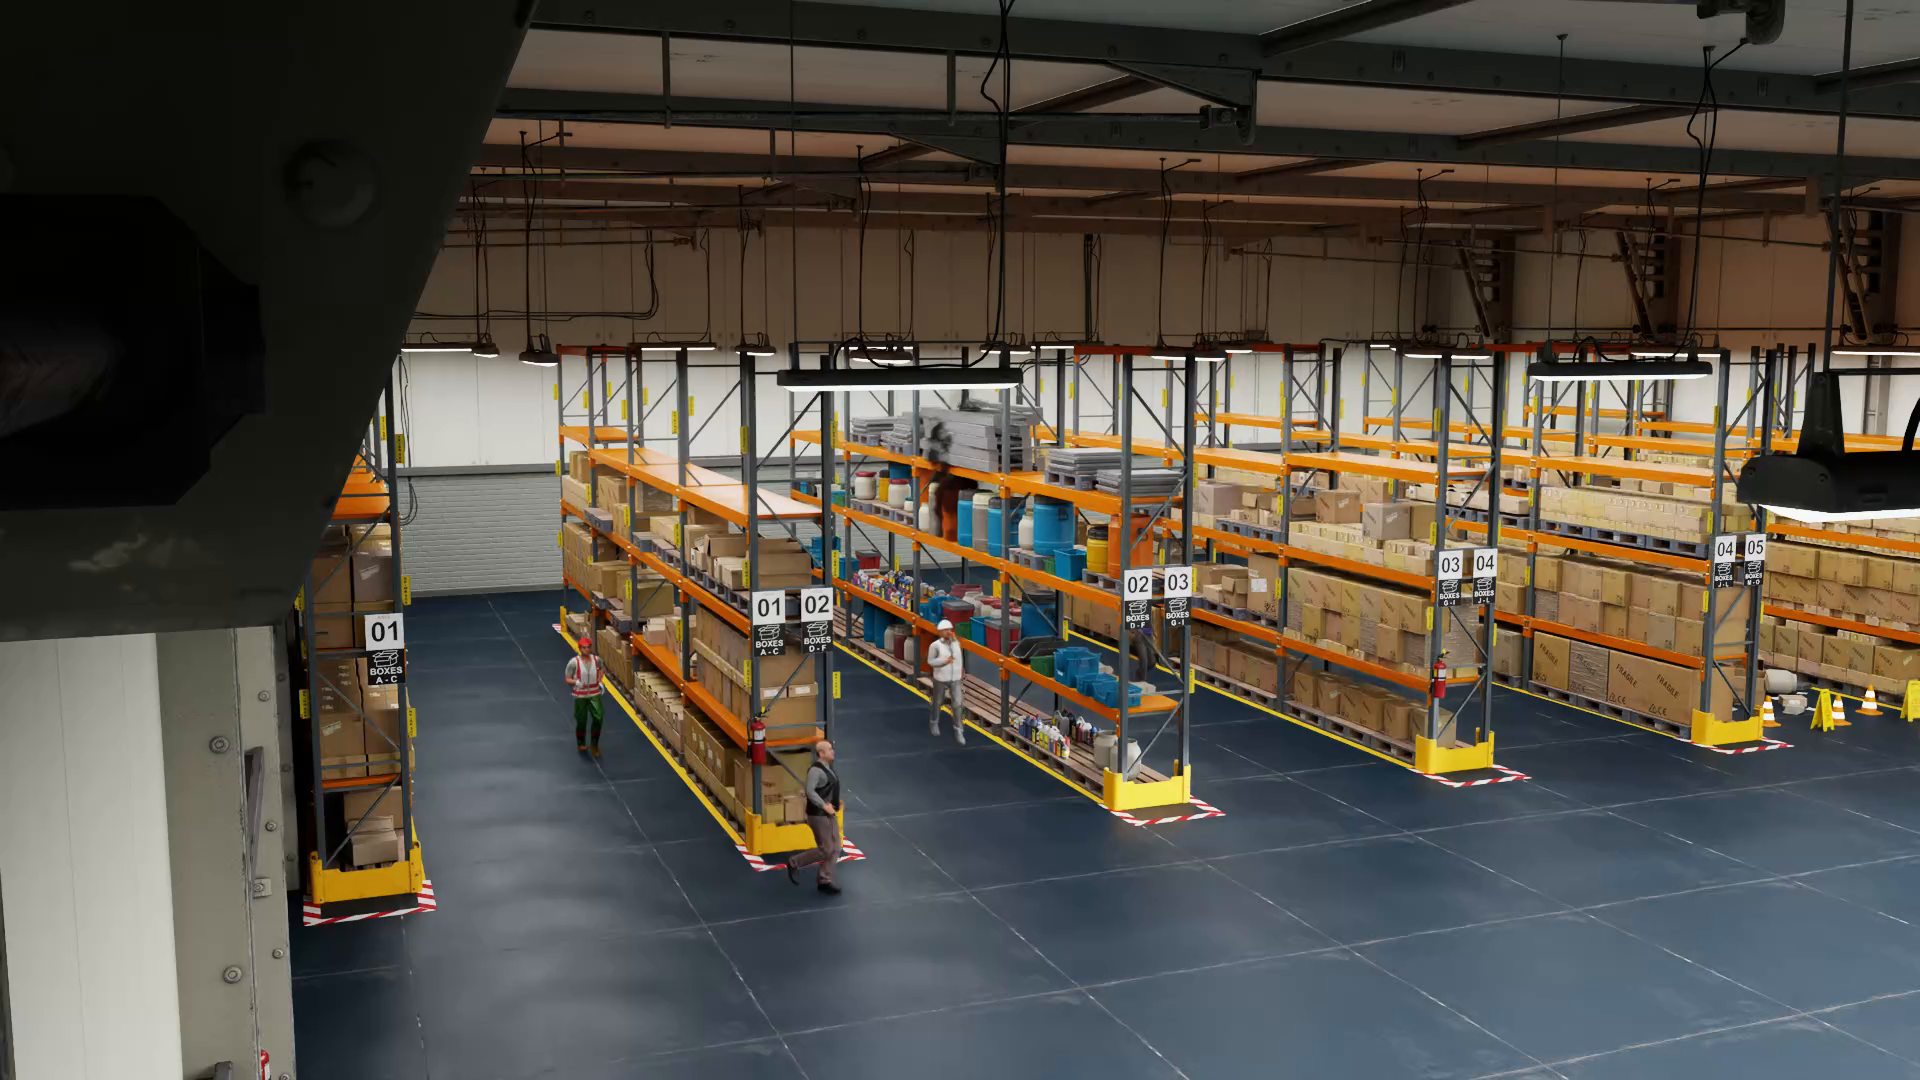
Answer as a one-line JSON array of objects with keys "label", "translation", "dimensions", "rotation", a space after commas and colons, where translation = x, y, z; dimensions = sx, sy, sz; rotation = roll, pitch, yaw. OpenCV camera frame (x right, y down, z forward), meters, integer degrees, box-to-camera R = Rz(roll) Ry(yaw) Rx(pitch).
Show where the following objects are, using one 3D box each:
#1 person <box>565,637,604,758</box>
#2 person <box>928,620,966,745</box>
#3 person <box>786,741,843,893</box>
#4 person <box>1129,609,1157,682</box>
[{"label": "person", "translation": [-5.516, 2.340, 24.605], "dimensions": [0.608, 1.816, 0.747], "rotation": [-3, 8, -24]}, {"label": "person", "translation": [-0.186, 2.079, 24.709], "dimensions": [0.643, 1.793, 0.875], "rotation": [-3, 8, -22]}, {"label": "person", "translation": [-1.621, 3.116, 18.901], "dimensions": [0.666, 1.682, 0.694], "rotation": [1, 7, 11]}, {"label": "person", "translation": [3.070, 1.692, 27.969], "dimensions": [0.574, 1.615, 0.534], "rotation": [-4, 8, -28]}]
